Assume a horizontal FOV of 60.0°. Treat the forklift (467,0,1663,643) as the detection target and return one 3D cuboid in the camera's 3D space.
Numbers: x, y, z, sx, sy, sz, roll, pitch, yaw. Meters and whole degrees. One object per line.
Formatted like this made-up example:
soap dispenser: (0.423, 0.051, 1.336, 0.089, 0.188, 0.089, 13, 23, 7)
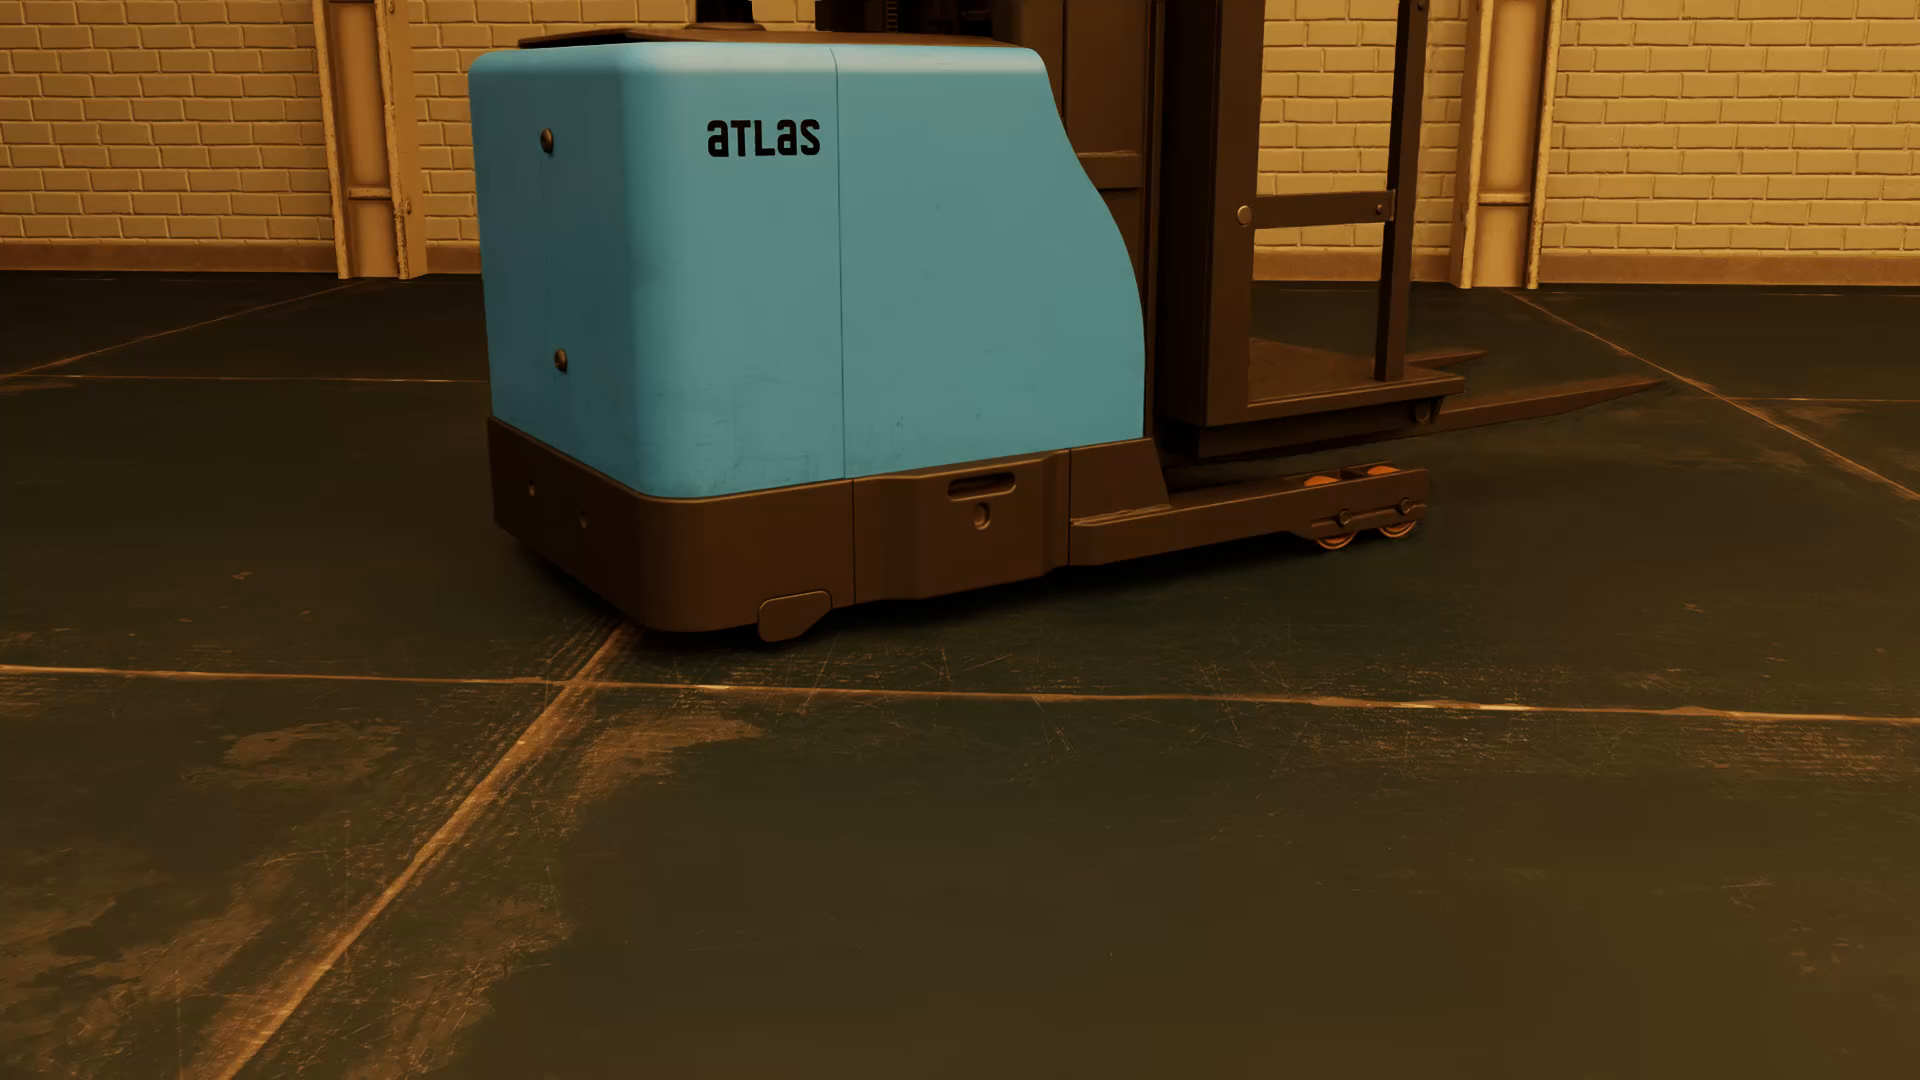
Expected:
forklift: (0.482, -1.499, 3.740, 3.031, 2.935, 1.130, -9, 18, -31)
